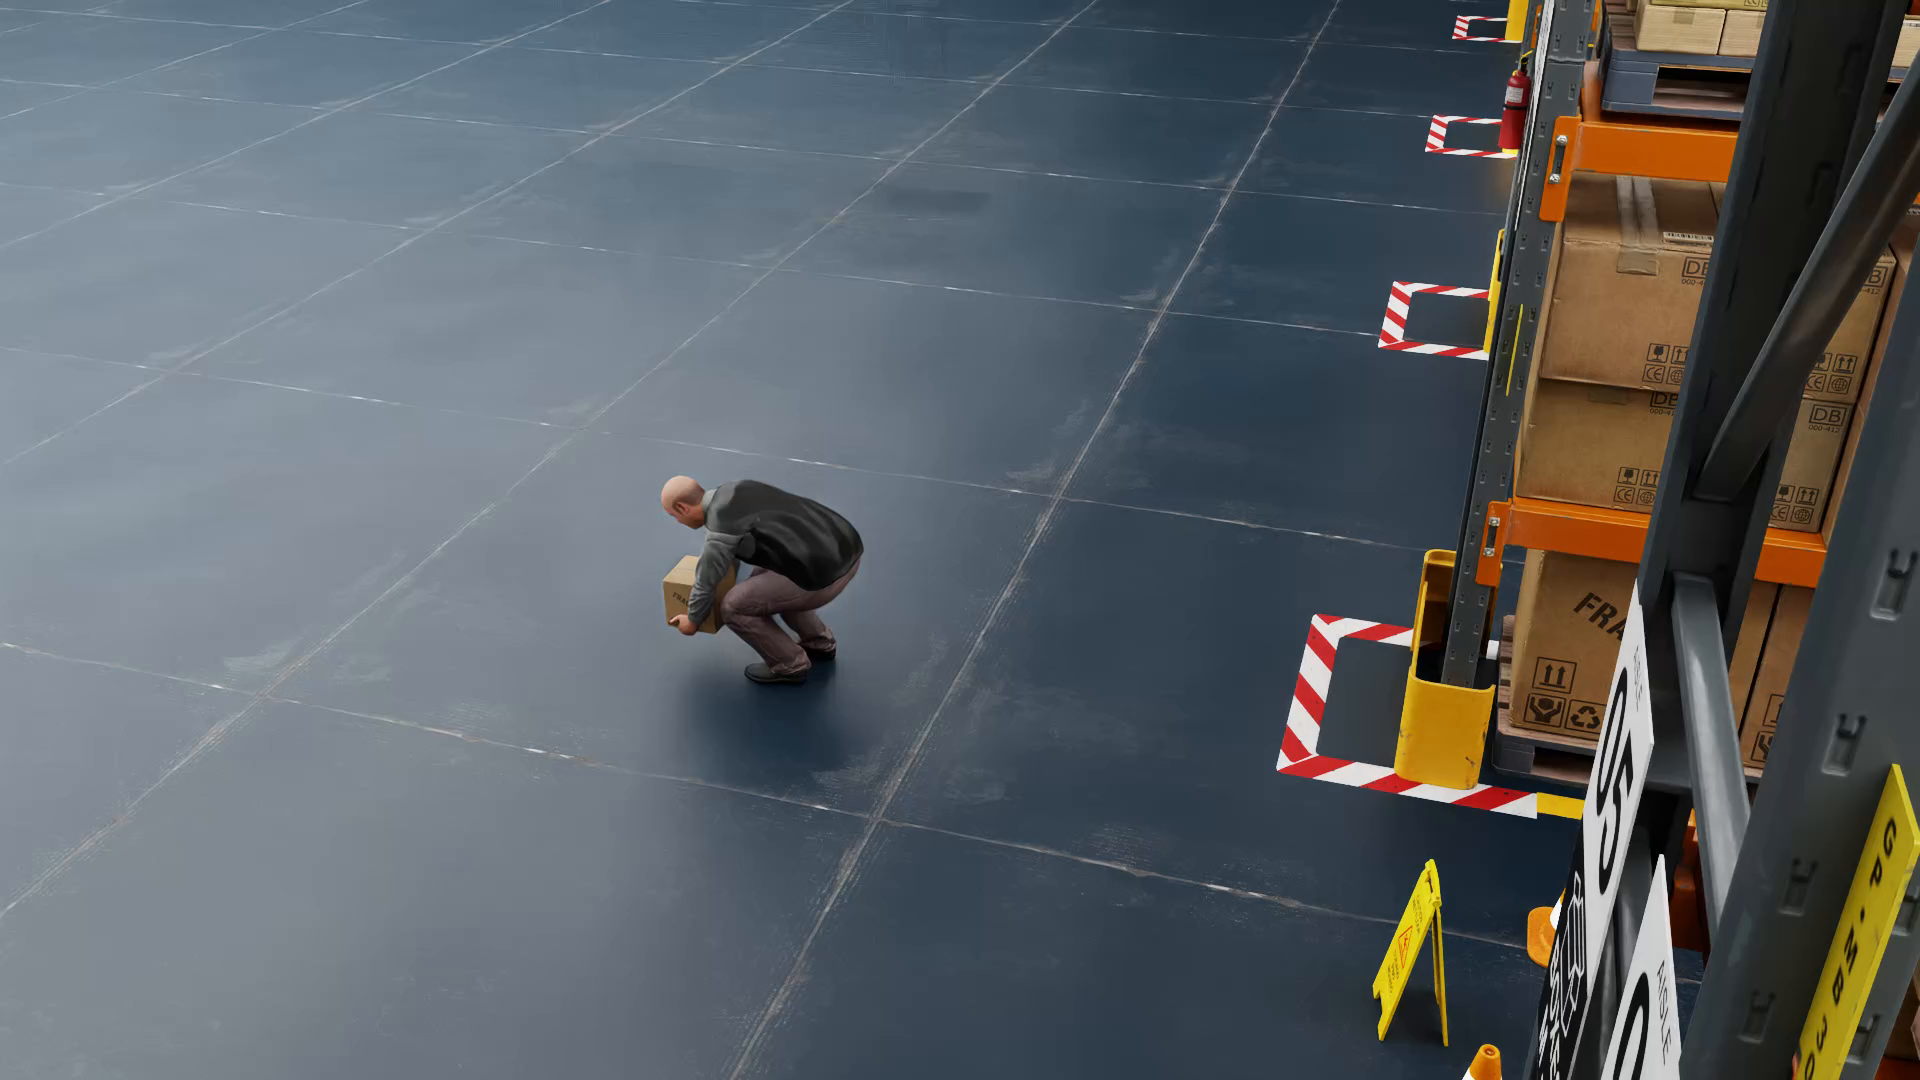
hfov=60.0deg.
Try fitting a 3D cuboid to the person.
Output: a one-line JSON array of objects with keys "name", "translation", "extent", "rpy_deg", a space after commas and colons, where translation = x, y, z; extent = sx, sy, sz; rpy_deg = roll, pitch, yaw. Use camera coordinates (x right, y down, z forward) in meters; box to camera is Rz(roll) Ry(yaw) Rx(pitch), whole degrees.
[{"name": "person", "translation": [-0.902, 0.169, 7.641], "extent": [0.906, 0.957, 0.509], "rpy_deg": [8, 30, 13]}]
